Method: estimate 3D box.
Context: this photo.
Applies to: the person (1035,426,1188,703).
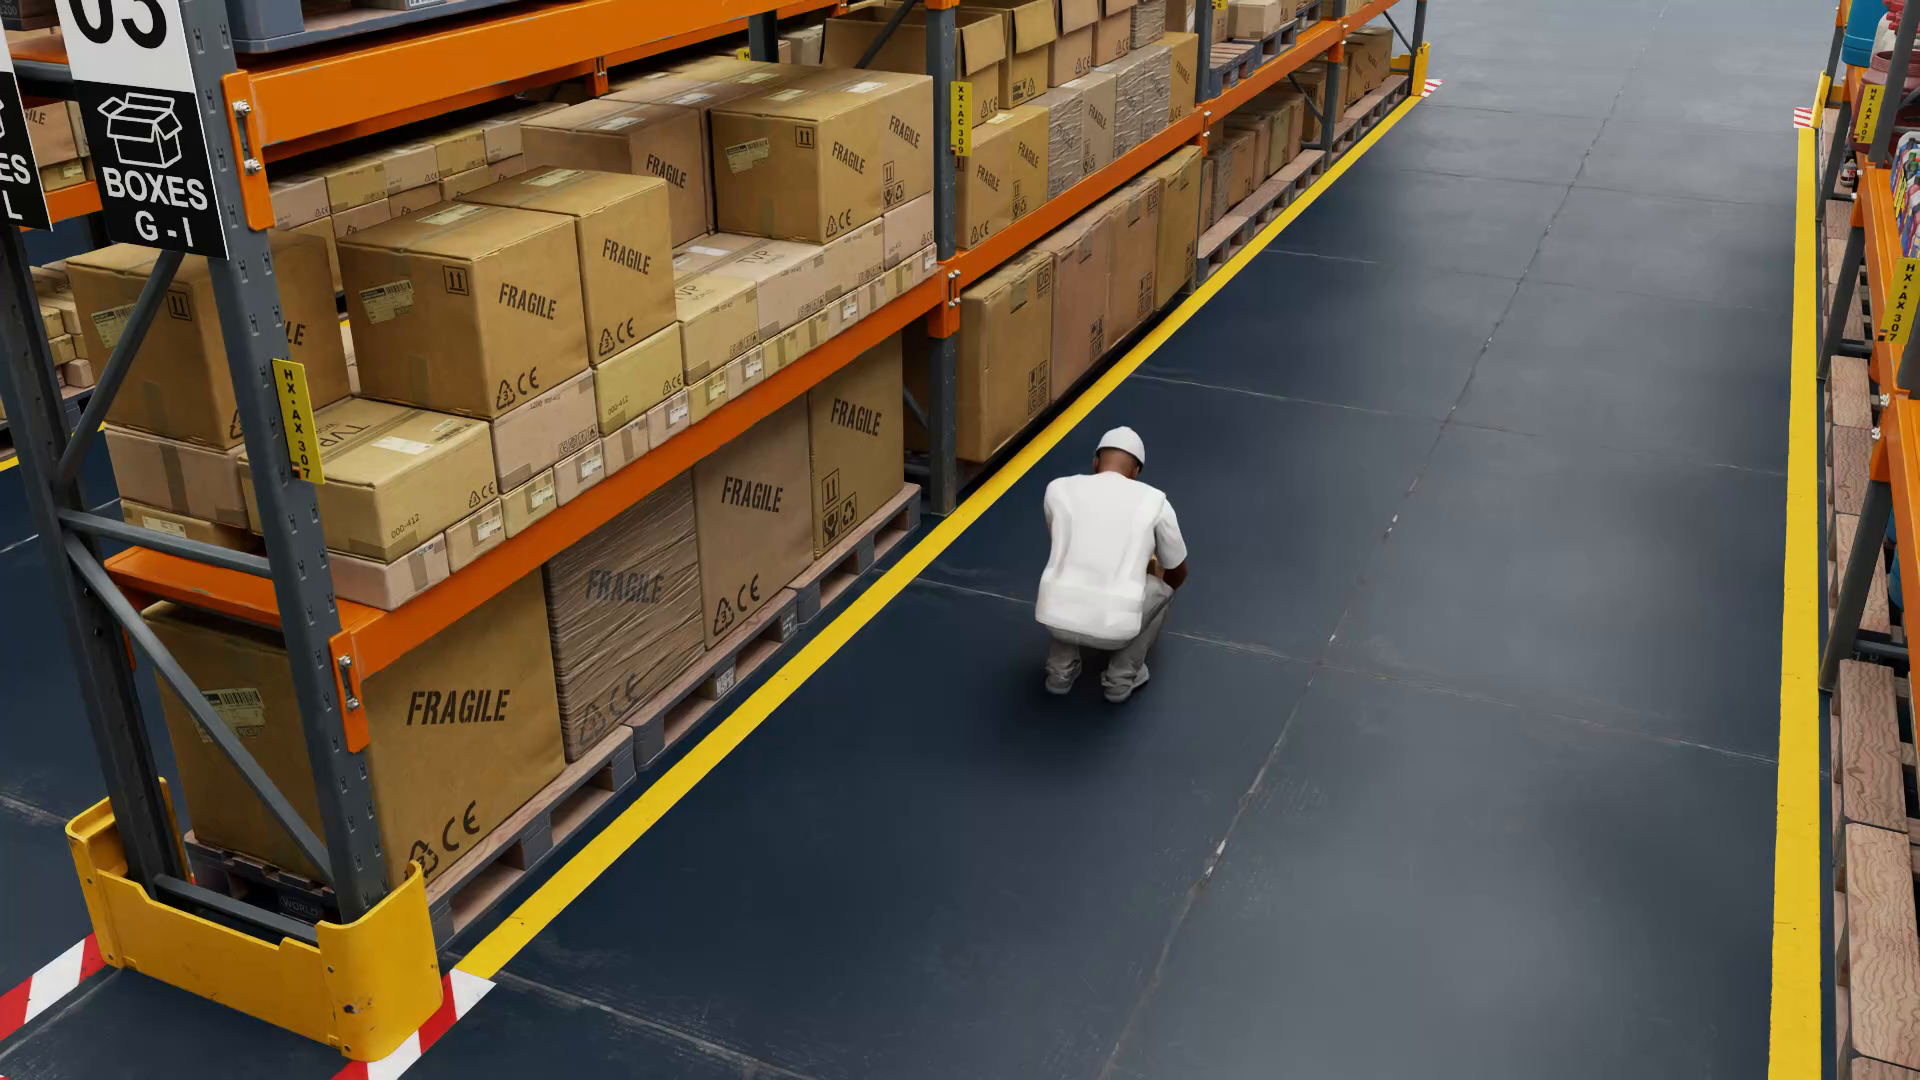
[{"bbox_3d":[0.595,0.099,6.768,0.589,0.999,0.878,11,28,22],"label":"person"}]
